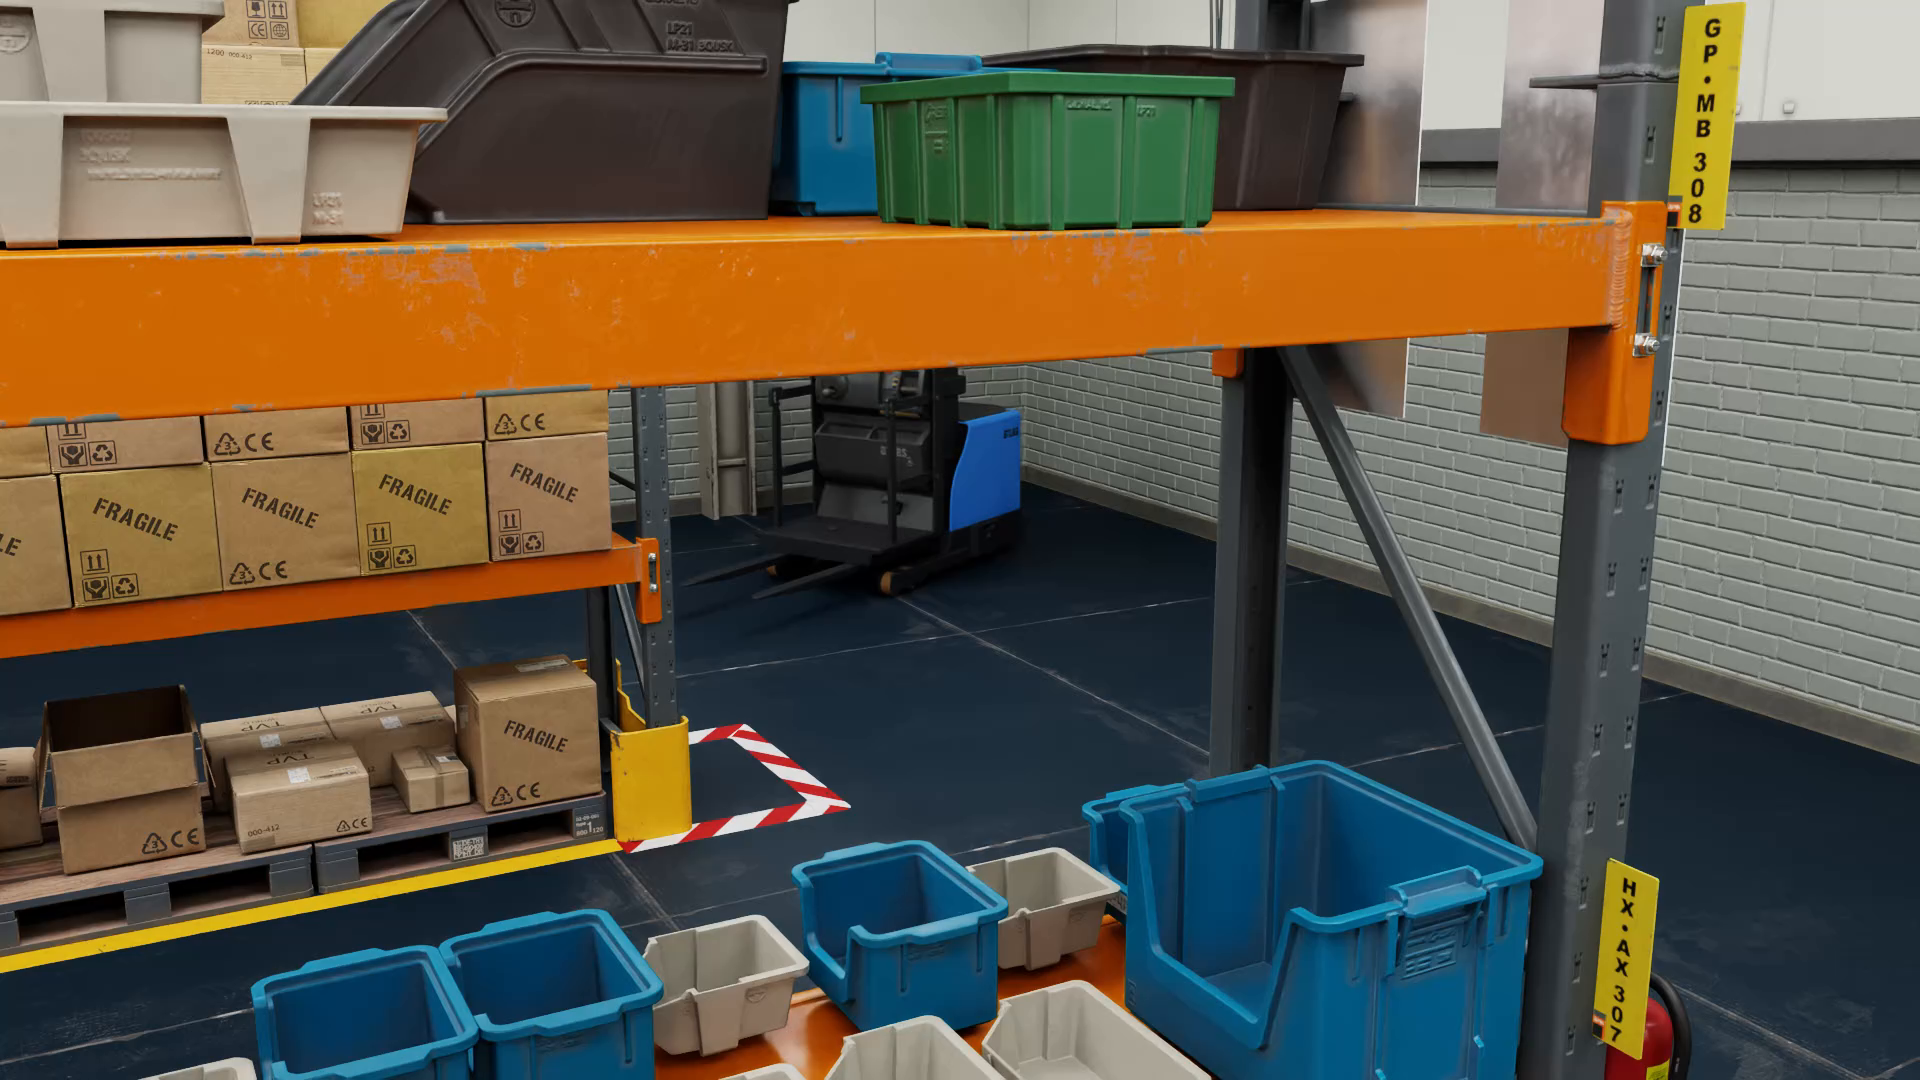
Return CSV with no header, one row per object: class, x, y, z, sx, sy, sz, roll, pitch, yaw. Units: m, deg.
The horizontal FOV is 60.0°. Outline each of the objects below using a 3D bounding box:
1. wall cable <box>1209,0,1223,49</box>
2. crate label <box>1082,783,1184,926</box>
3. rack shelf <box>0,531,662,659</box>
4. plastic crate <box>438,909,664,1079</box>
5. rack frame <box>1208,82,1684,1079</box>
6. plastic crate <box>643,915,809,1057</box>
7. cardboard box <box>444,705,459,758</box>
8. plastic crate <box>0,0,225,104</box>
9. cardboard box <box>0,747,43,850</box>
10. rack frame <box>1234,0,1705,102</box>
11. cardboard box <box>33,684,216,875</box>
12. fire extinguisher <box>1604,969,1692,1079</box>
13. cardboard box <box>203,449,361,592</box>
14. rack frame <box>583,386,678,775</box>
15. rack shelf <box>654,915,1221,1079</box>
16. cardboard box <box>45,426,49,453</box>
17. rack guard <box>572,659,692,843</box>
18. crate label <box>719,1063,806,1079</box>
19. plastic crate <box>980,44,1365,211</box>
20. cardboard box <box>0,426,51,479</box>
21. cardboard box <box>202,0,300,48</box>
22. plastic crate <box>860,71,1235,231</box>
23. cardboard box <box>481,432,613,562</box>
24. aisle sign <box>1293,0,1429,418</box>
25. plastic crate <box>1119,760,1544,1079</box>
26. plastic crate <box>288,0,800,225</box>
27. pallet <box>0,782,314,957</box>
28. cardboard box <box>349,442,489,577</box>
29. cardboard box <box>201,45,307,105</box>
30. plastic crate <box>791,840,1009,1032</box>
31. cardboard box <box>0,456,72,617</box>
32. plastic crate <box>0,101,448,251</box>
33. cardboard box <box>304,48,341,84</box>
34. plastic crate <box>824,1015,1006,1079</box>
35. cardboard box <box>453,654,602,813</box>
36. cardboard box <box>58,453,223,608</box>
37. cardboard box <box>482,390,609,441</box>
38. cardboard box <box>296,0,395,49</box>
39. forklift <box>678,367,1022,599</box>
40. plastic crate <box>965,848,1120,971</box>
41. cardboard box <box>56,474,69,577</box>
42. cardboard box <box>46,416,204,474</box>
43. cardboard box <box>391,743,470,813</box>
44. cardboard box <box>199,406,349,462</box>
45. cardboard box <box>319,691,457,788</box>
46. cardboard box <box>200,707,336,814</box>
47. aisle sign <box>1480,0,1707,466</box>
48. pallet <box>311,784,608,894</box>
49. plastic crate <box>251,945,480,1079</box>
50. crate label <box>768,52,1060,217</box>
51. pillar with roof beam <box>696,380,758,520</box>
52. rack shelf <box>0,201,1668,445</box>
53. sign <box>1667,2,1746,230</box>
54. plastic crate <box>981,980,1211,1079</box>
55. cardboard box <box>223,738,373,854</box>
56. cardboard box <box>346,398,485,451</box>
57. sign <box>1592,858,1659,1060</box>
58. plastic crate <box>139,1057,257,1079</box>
wall cable,1.224,-3.170,13.771,0.112,2.526,3.097,-7,14,-28
crate label,0.461,0.692,3.445,0.303,0.233,0.416,-7,14,-28
rack shelf,-3.290,0.284,6.655,4.000,0.370,1.077,-7,14,-28
plastic crate,-0.695,0.831,2.830,0.300,0.233,0.416,-7,14,-28
rack frame,0.836,0.677,3.267,0.127,3.000,1.000,-7,14,-28
plastic crate,-0.456,0.829,3.060,0.298,0.136,0.250,-7,14,-28
cardboard box,-2.286,0.894,7.755,0.250,0.166,0.380,-7,14,-28
plastic crate,-1.258,-0.554,2.179,0.530,0.282,0.437,-7,14,-28
cardboard box,-4.023,1.047,6.747,0.500,0.311,0.500,-7,14,-28
rack frame,0.836,-2.249,2.608,0.127,3.000,1.000,-7,14,-28
cardboard box,-3.399,0.948,6.749,0.637,0.503,0.797,-7,14,-28
fire extinguisher,1.186,0.969,2.998,0.183,0.674,0.296,-7,14,-28
cardboard box,-2.691,-0.120,6.583,0.500,0.500,0.500,-7,14,-27
rack frame,-1.535,-0.278,7.511,0.127,3.000,1.000,-7,14,-28
rack shelf,-0.920,1.239,2.411,4.000,0.370,1.077,-7,14,-28
cardboard box,-3.835,-0.604,6.455,0.500,0.500,0.500,-7,14,-27
rack guard,-1.601,0.950,7.749,0.348,0.500,1.175,-7,14,-28
crate label,-0.288,0.959,2.479,0.243,0.136,0.396,-7,14,-28
plastic crate,0.364,-0.735,3.011,0.590,0.269,0.497,-7,14,-28
cardboard box,-3.593,-0.497,5.981,0.500,0.500,0.500,-7,15,-30
cardboard box,-2.845,-2.111,6.320,0.500,0.500,0.700,-7,14,-28
plastic crate,0.107,-0.524,2.255,0.336,0.188,0.450,-7,14,-28
cardboard box,-1.797,-0.227,7.057,0.500,0.500,0.500,-6,14,-26
aisle sign,0.756,-0.656,3.270,0.004,0.787,0.394,-7,14,-28
plastic crate,0.631,0.702,2.940,0.499,0.435,0.616,-7,14,-28
plastic crate,-0.637,-0.648,2.466,0.767,0.338,0.504,-7,14,-28
pallet,-3.370,1.303,6.841,1.213,0.211,1.003,-7,14,-28
cardboard box,-2.251,-0.171,6.812,0.500,0.500,0.500,-7,14,-27
cardboard box,-2.743,-1.704,6.220,0.500,0.250,0.500,-7,14,-28
plastic crate,-0.117,0.762,3.138,0.300,0.233,0.416,-7,14,-28
cardboard box,-3.579,-0.013,6.109,0.500,0.500,0.500,-7,14,-28
plastic crate,-0.859,-0.392,1.788,0.530,0.136,0.437,-7,14,-28
cardboard box,-2.302,-1.756,6.450,0.500,0.250,0.500,-7,14,-28
plastic crate,-0.055,0.925,2.630,0.243,0.136,0.396,-7,14,-28
cardboard box,-1.894,0.832,7.272,0.500,0.500,0.500,-7,14,-28
cardboard box,-3.134,-0.067,6.348,0.500,0.500,0.500,-7,14,-29
cardboard box,-1.793,-0.714,6.946,0.500,0.500,0.500,-7,14,-28
cardboard box,-2.457,-2.184,6.645,0.500,0.500,0.700,-7,14,-28
forklift,-0.738,-1.164,11.607,1.130,2.935,3.031,8,15,32
plastic crate,0.140,0.757,3.377,0.298,0.136,0.250,-7,14,-28
cardboard box,-3.828,-0.117,6.567,0.500,0.500,0.500,-6,14,-27
cardboard box,-3.140,-0.552,6.223,0.500,0.500,0.500,-6,14,-26
cardboard box,-2.292,1.020,7.196,0.250,0.166,0.380,-7,14,-28
cardboard box,-2.689,-0.606,6.463,0.500,0.500,0.500,-6,14,-26
cardboard box,-2.587,0.904,7.519,0.500,0.250,0.500,-7,14,-28
cardboard box,-3.025,0.957,7.285,0.500,0.250,0.500,-7,14,-28
aisle sign,1.039,-0.542,2.764,0.004,0.787,0.394,-7,14,-28
pallet,-2.301,1.175,7.408,1.213,0.211,1.003,-7,14,-28
plastic crate,-0.958,0.862,2.690,0.300,0.233,0.416,-7,14,-28
crate label,-0.129,-0.679,2.799,0.502,0.251,0.408,-7,14,-28
pillar with roof beam,0.107,-3.780,9.408,0.400,9.000,9.100,-7,14,-28
rack shelf,-0.920,-0.225,2.082,4.000,0.370,1.077,-7,14,-28
sign,1.113,-0.631,2.486,0.005,0.325,0.100,-7,14,-28
plastic crate,0.207,0.898,2.753,0.243,0.136,0.396,-7,14,-28
cardboard box,-2.742,1.048,6.881,0.500,0.250,0.500,-7,14,-28
cardboard box,-2.237,-0.661,6.709,0.500,0.500,0.500,-6,14,-26
sign,1.113,0.702,2.786,0.005,0.325,0.100,-7,14,-28
plastic crate,-1.291,0.957,2.491,0.466,0.136,0.293,-7,14,-28
